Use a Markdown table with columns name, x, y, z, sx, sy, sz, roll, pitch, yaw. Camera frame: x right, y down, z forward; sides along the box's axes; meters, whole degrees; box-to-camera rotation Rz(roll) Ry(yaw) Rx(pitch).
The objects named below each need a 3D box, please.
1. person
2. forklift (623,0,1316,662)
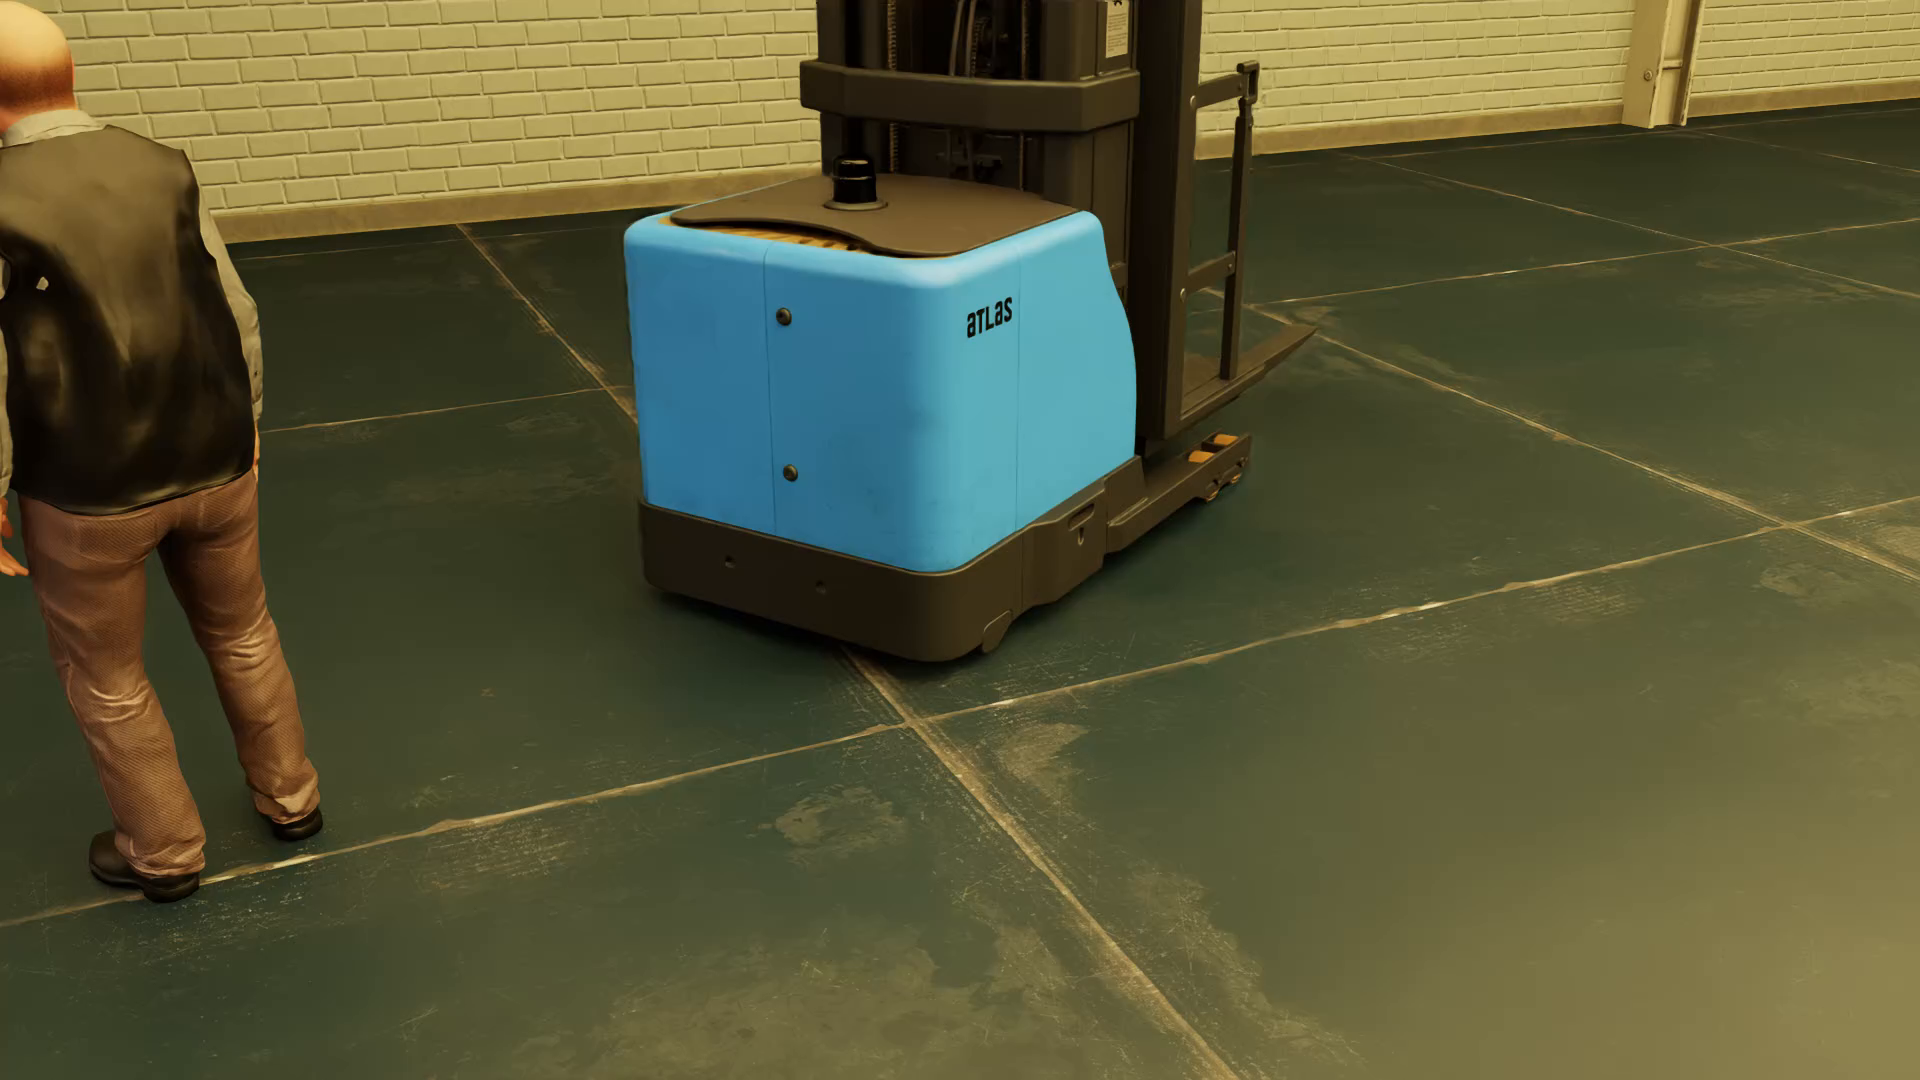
| name | x | y | z | sx | sy | sz | roll | pitch | yaw |
| --- | --- | --- | --- | --- | --- | --- | --- | --- | --- |
| person | -1.568 | -0.120 | 3.156 | 0.421 | 1.720 | 0.590 | 17 | 28 | 35 |
| forklift | 0.318 | -1.563 | 5.050 | 1.130 | 2.935 | 3.031 | 13 | 26 | 29 |
